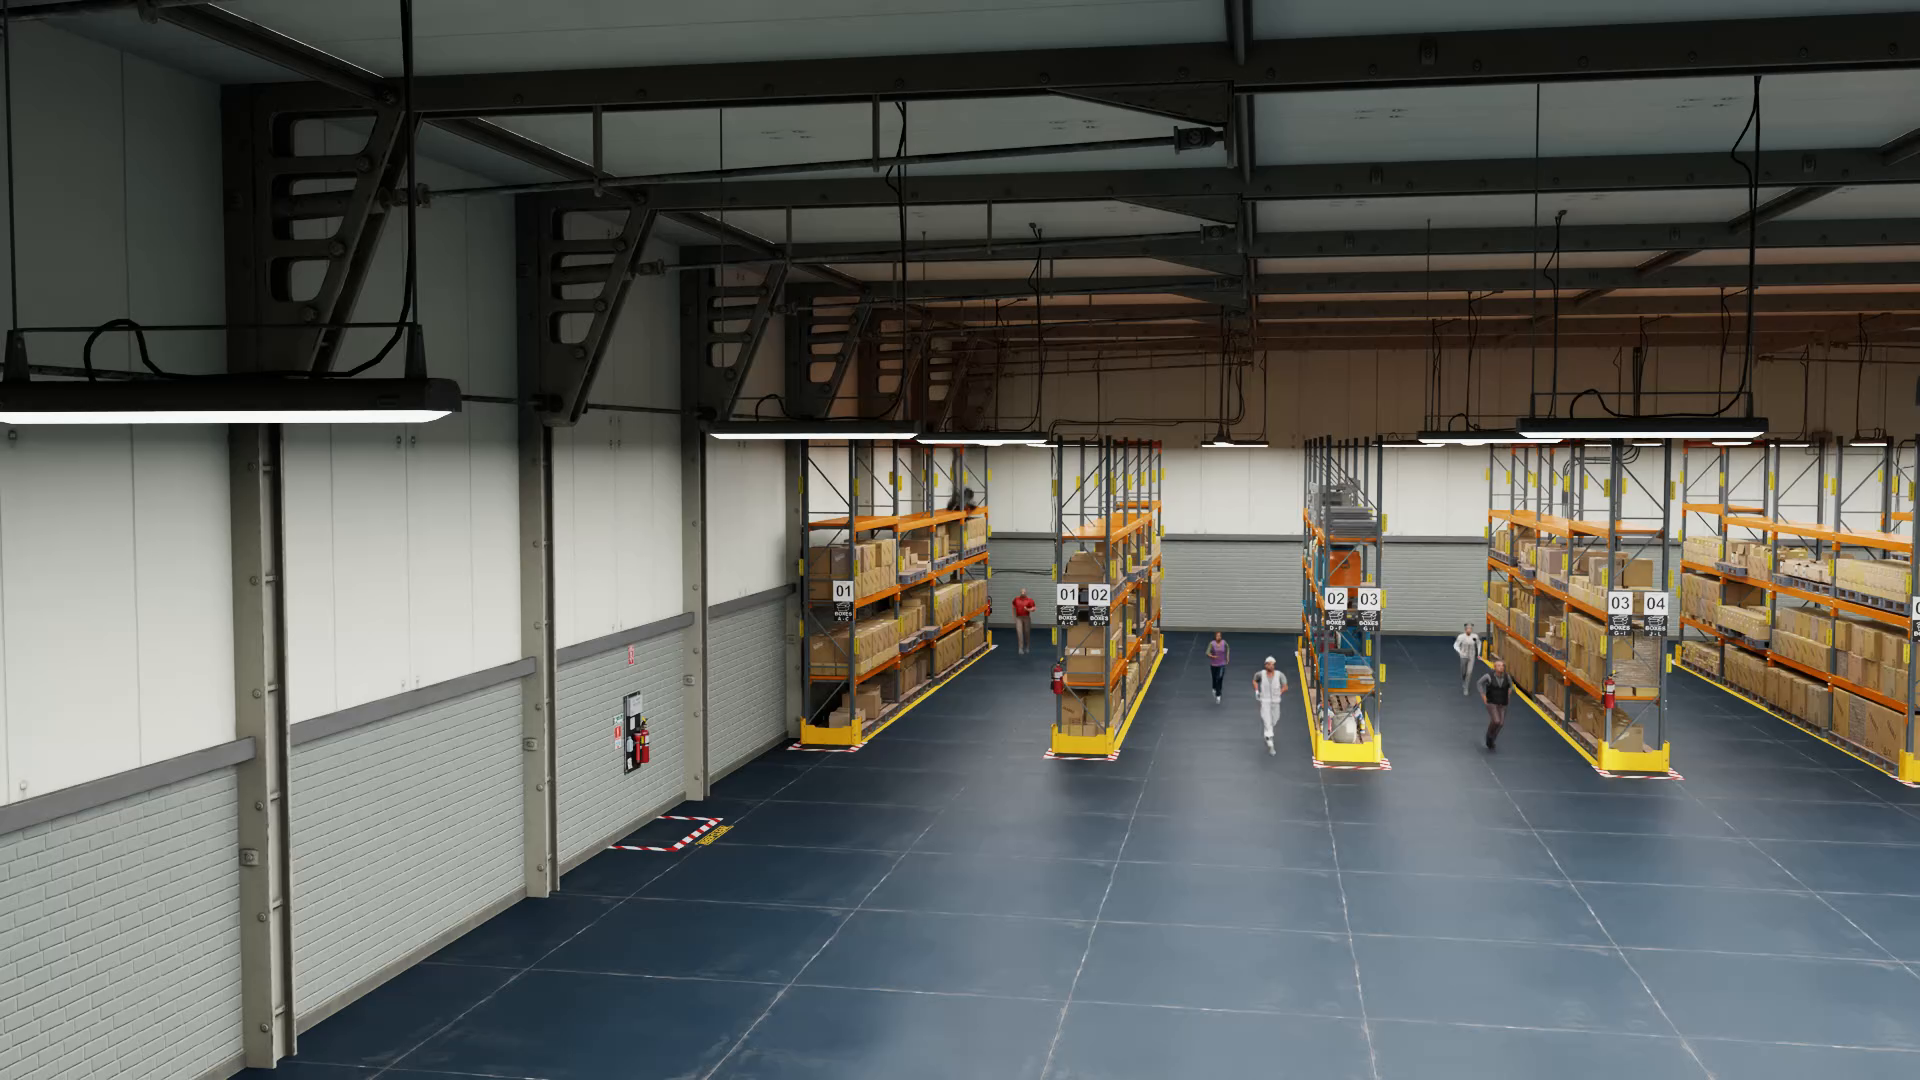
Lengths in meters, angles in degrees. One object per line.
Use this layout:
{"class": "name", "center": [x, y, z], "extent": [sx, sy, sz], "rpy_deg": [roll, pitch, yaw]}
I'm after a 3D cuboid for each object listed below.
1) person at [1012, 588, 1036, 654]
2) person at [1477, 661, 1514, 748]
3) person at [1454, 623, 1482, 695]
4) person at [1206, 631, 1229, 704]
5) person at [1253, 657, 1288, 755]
{"class": "person", "center": [1.704, 2.181, 44.591], "extent": [0.660, 1.775, 0.934], "rpy_deg": [0, 3, 6]}
{"class": "person", "center": [10.268, 3.145, 31.778], "extent": [0.654, 1.678, 0.693], "rpy_deg": [0, 3, -7]}
{"class": "person", "center": [11.977, 2.774, 39.224], "extent": [0.640, 1.682, 0.914], "rpy_deg": [1, 3, 13]}
{"class": "person", "center": [5.876, 2.874, 37.956], "extent": [0.562, 1.612, 0.905], "rpy_deg": [0, 3, 1]}
{"class": "person", "center": [5.934, 3.124, 31.729], "extent": [0.613, 1.807, 1.143], "rpy_deg": [0, 3, -2]}
